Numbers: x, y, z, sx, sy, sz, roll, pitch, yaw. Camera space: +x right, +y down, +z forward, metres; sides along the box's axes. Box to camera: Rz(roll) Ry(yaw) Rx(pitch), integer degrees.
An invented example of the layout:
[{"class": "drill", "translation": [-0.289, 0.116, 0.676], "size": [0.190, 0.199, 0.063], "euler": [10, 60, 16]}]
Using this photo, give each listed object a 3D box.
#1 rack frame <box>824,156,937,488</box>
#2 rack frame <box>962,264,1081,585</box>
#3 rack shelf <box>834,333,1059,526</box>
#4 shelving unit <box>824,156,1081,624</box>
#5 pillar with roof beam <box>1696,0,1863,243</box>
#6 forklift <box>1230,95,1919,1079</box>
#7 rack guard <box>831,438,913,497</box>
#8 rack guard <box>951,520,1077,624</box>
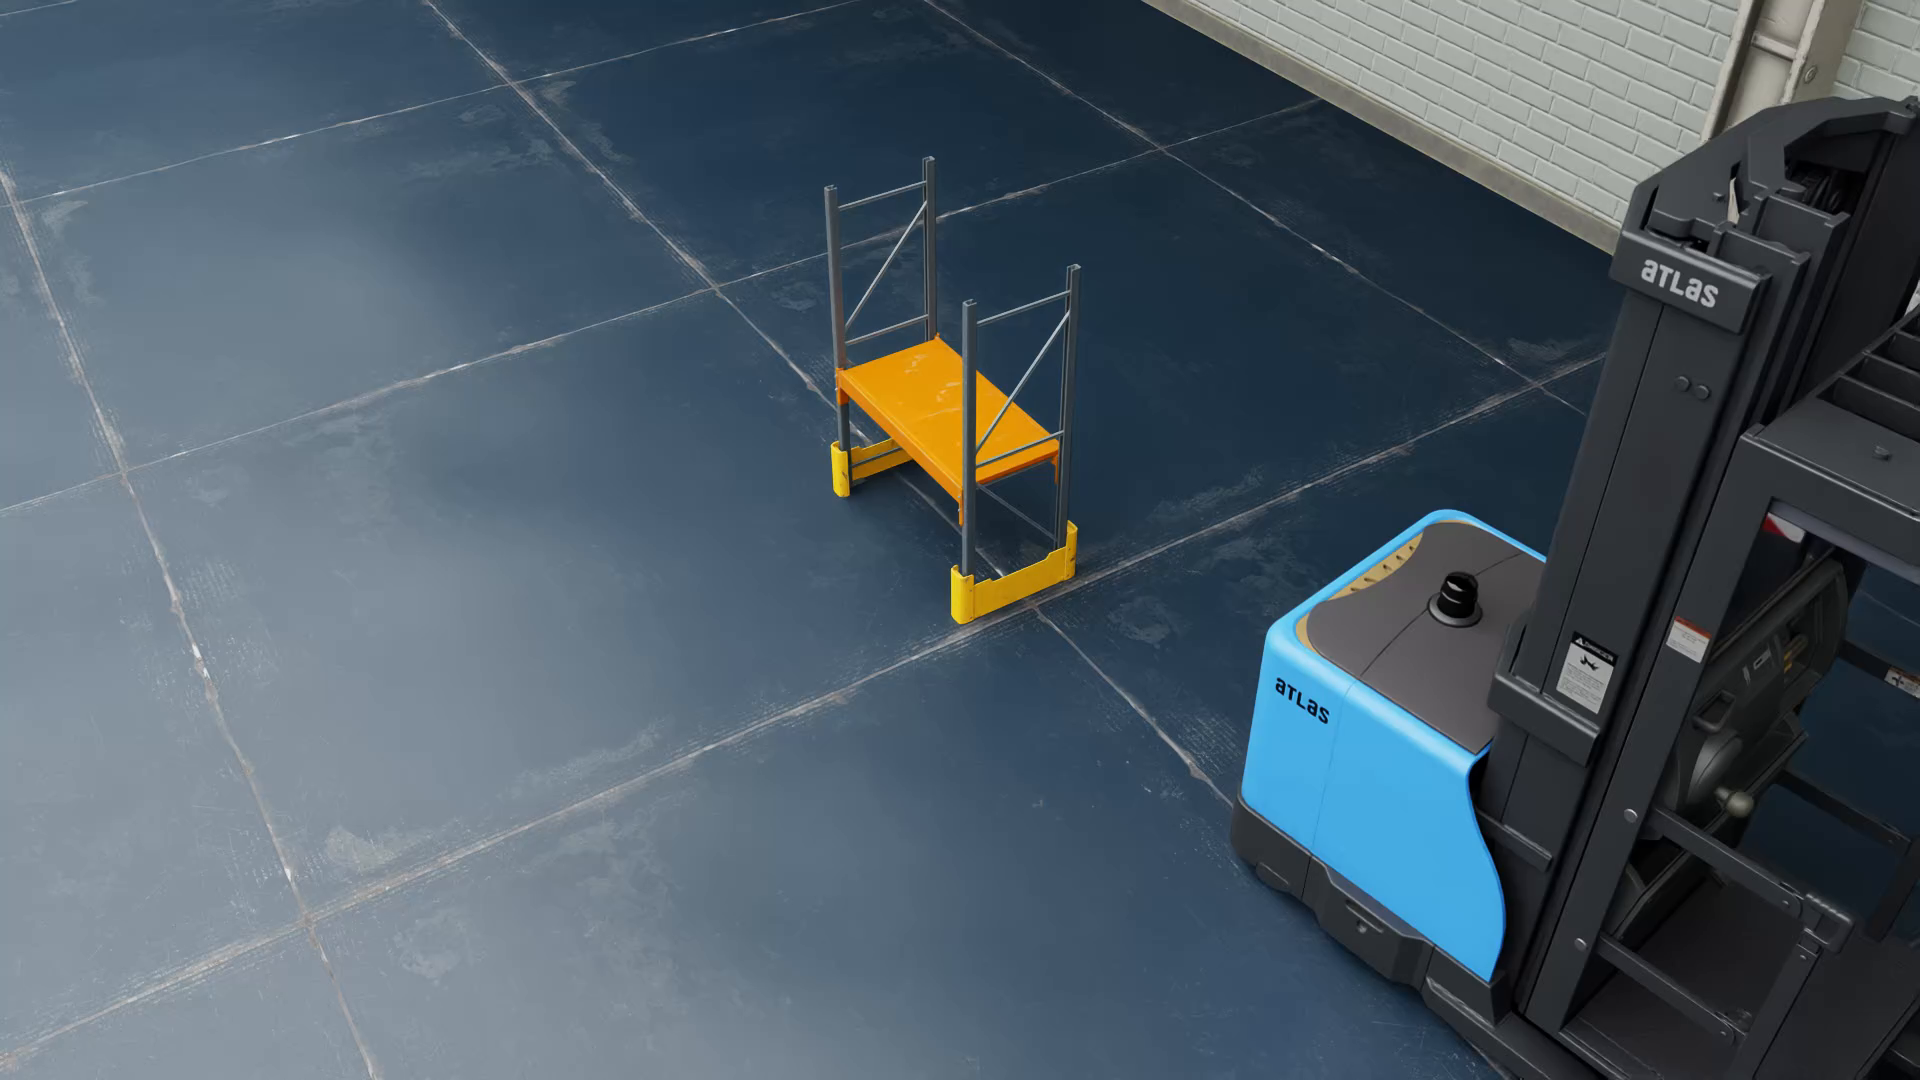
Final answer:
[{"class": "rack frame", "translation": [-0.319, -0.897, 7.154], "size": [0.500, 1.500, 0.032], "euler": [-22, 45, -24]}, {"class": "rack frame", "translation": [0.227, -0.348, 6.496], "size": [0.500, 1.500, 0.032], "euler": [-22, 45, -24]}, {"class": "rack shelf", "translation": [-0.046, -0.484, 6.940], "size": [0.538, 0.185, 1.000], "euler": [-22, 45, -24]}, {"class": "shelving unit", "translation": [-0.041, -0.617, 6.819], "size": [0.587, 1.500, 1.083], "euler": [-22, 45, -24]}, {"class": "pillar with roof beam", "translation": [0.203, -3.141, 3.990], "size": [9.100, 9.000, 0.400], "euler": [-22, 45, -24]}, {"class": "forklift", "translation": [2.312, 0.474, 4.391], "size": [1.130, 2.935, 3.031], "euler": [-30, 48, -31]}, {"class": "rack guard", "translation": [-0.309, -0.406, 7.542], "size": [0.587, 0.250, 0.087], "euler": [-22, 45, -24]}, {"class": "rack guard", "translation": [0.227, 0.132, 6.897], "size": [0.587, 0.250, 0.087], "euler": [-22, 45, -24]}]
